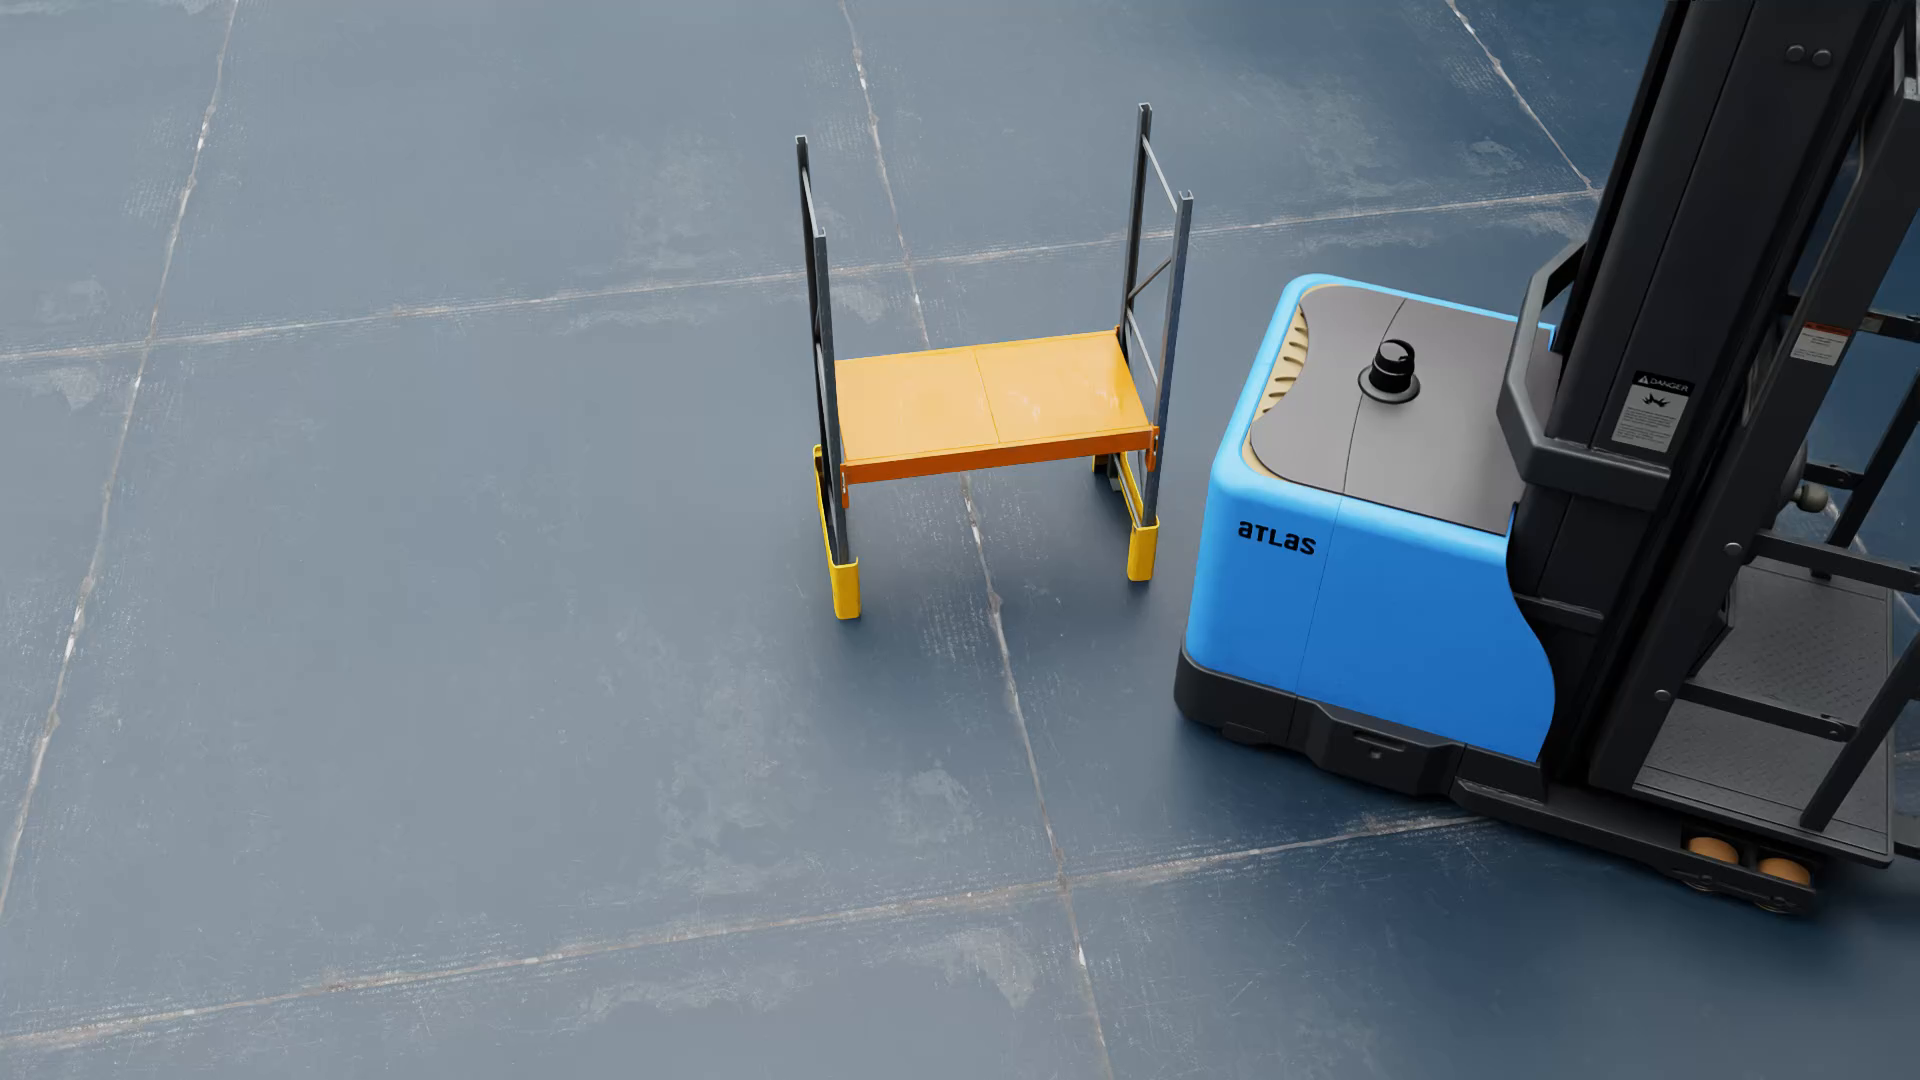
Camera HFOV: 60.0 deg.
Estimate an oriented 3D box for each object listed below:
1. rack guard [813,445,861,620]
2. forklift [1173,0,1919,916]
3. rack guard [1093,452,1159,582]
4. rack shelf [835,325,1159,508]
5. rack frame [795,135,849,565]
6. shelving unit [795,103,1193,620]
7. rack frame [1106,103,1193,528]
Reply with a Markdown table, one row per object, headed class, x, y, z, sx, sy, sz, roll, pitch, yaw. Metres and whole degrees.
| class | x | y | z | sx | sy | sz | roll | pitch | yaw |
| --- | --- | --- | --- | --- | --- | --- | --- | --- | --- |
| rack guard | -0.416 | -0.035 | 5.610 | 0.087 | 0.250 | 0.587 | -7 | 46 | -7 |
| forklift | 2.236 | -0.395 | 4.095 | 3.031 | 2.935 | 1.130 | 16 | 48 | 14 |
| rack guard | 0.566 | -0.157 | 5.728 | 0.087 | 0.250 | 0.587 | -7 | 46 | -7 |
| rack shelf | 0.084 | -0.406 | 5.350 | 1.000 | 0.185 | 0.538 | -7 | 46 | -7 |
| rack frame | -0.417 | -0.468 | 5.160 | 0.032 | 1.500 | 0.500 | -7 | 46 | -7 |
| shelving unit | 0.075 | -0.530 | 5.219 | 1.083 | 1.500 | 0.587 | -7 | 46 | -7 |
| rack frame | 0.585 | -0.593 | 5.280 | 0.032 | 1.500 | 0.500 | -7 | 46 | -7 |
